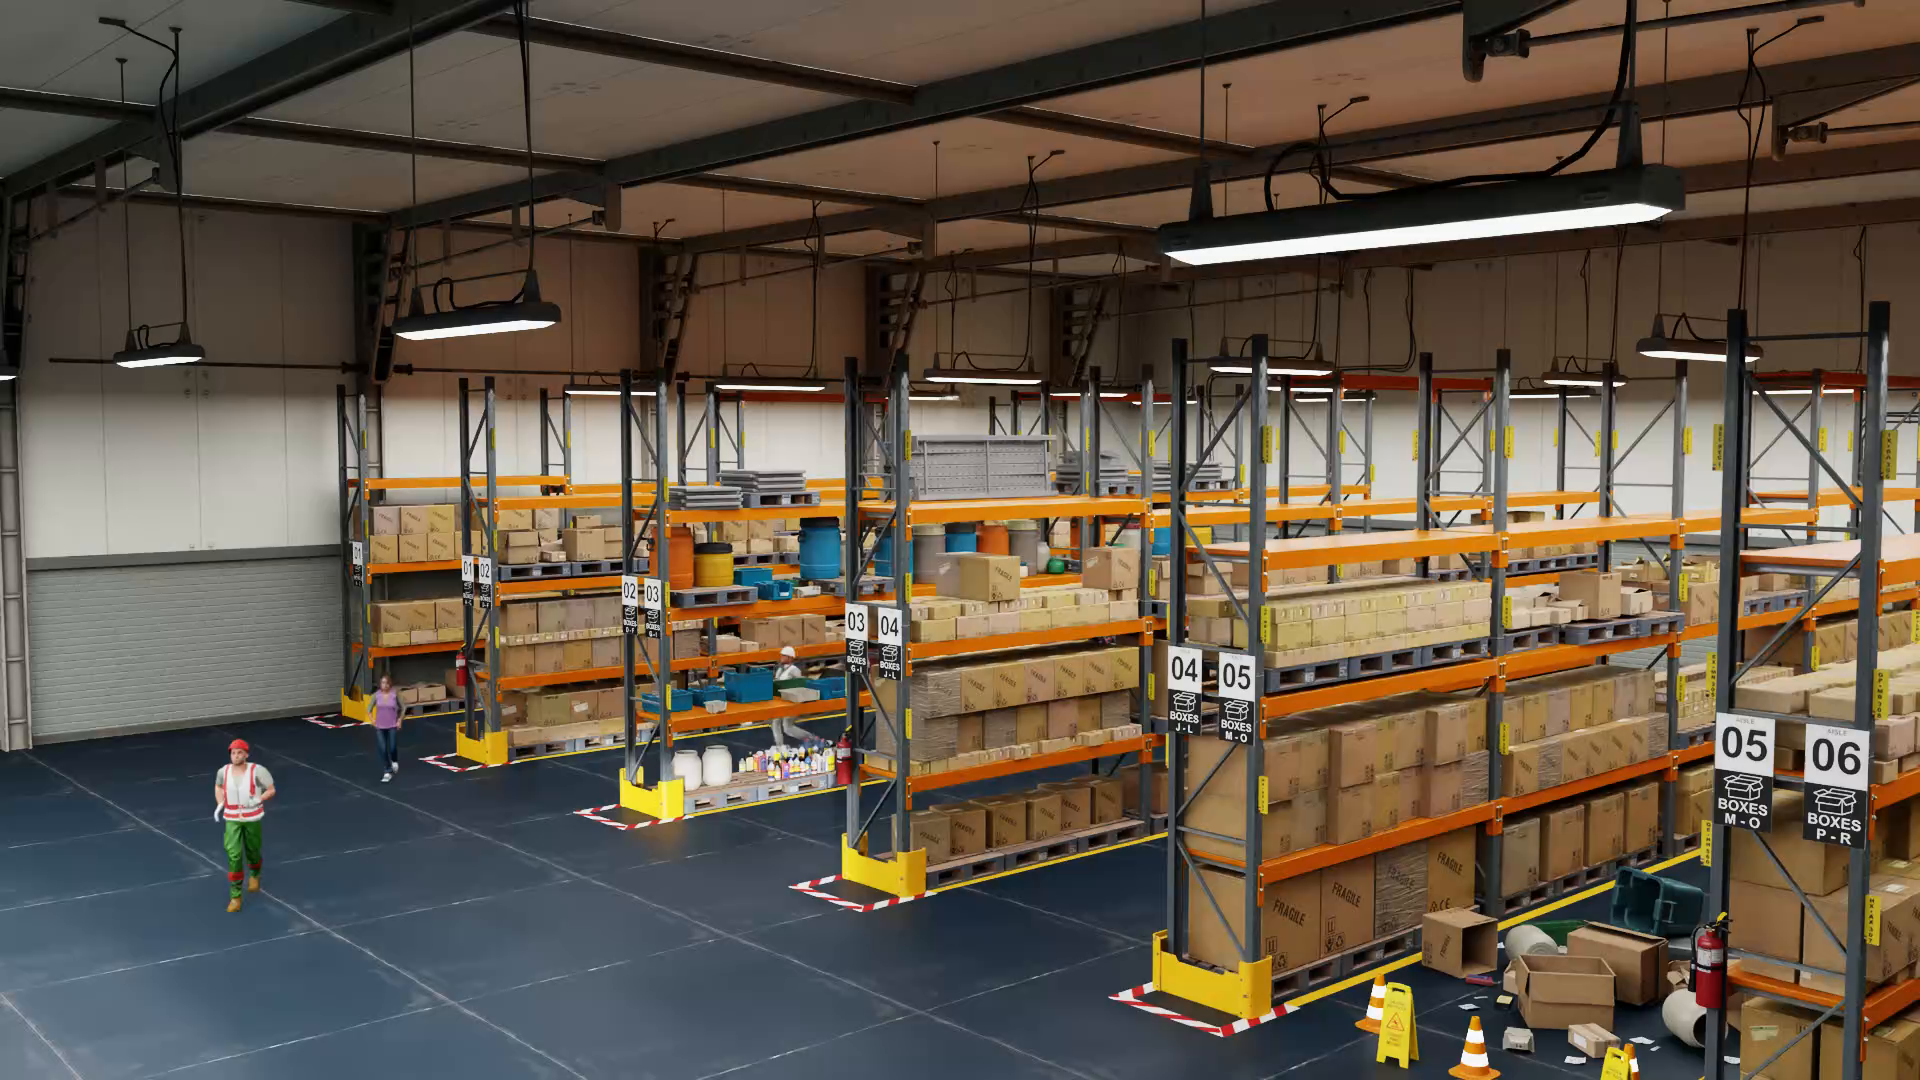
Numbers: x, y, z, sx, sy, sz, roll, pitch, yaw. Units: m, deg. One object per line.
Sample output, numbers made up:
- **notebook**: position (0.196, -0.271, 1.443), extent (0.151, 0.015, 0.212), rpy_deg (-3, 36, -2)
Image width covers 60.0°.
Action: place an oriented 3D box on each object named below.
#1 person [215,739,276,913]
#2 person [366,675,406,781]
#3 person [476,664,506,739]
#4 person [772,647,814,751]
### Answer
- **person**: position (-7.791, 3.053, 18.121), extent (0.641, 1.796, 0.900), rpy_deg (-1, 4, -13)
- **person**: position (-8.486, 2.776, 24.581), extent (0.559, 1.569, 0.540), rpy_deg (-1, 4, -14)
- **person**: position (-7.755, 2.416, 28.016), extent (0.653, 1.799, 0.987), rpy_deg (3, 5, 38)
- **person**: position (-2.716, 2.558, 26.245), extent (0.796, 1.757, 0.671), rpy_deg (-3, 5, -42)
